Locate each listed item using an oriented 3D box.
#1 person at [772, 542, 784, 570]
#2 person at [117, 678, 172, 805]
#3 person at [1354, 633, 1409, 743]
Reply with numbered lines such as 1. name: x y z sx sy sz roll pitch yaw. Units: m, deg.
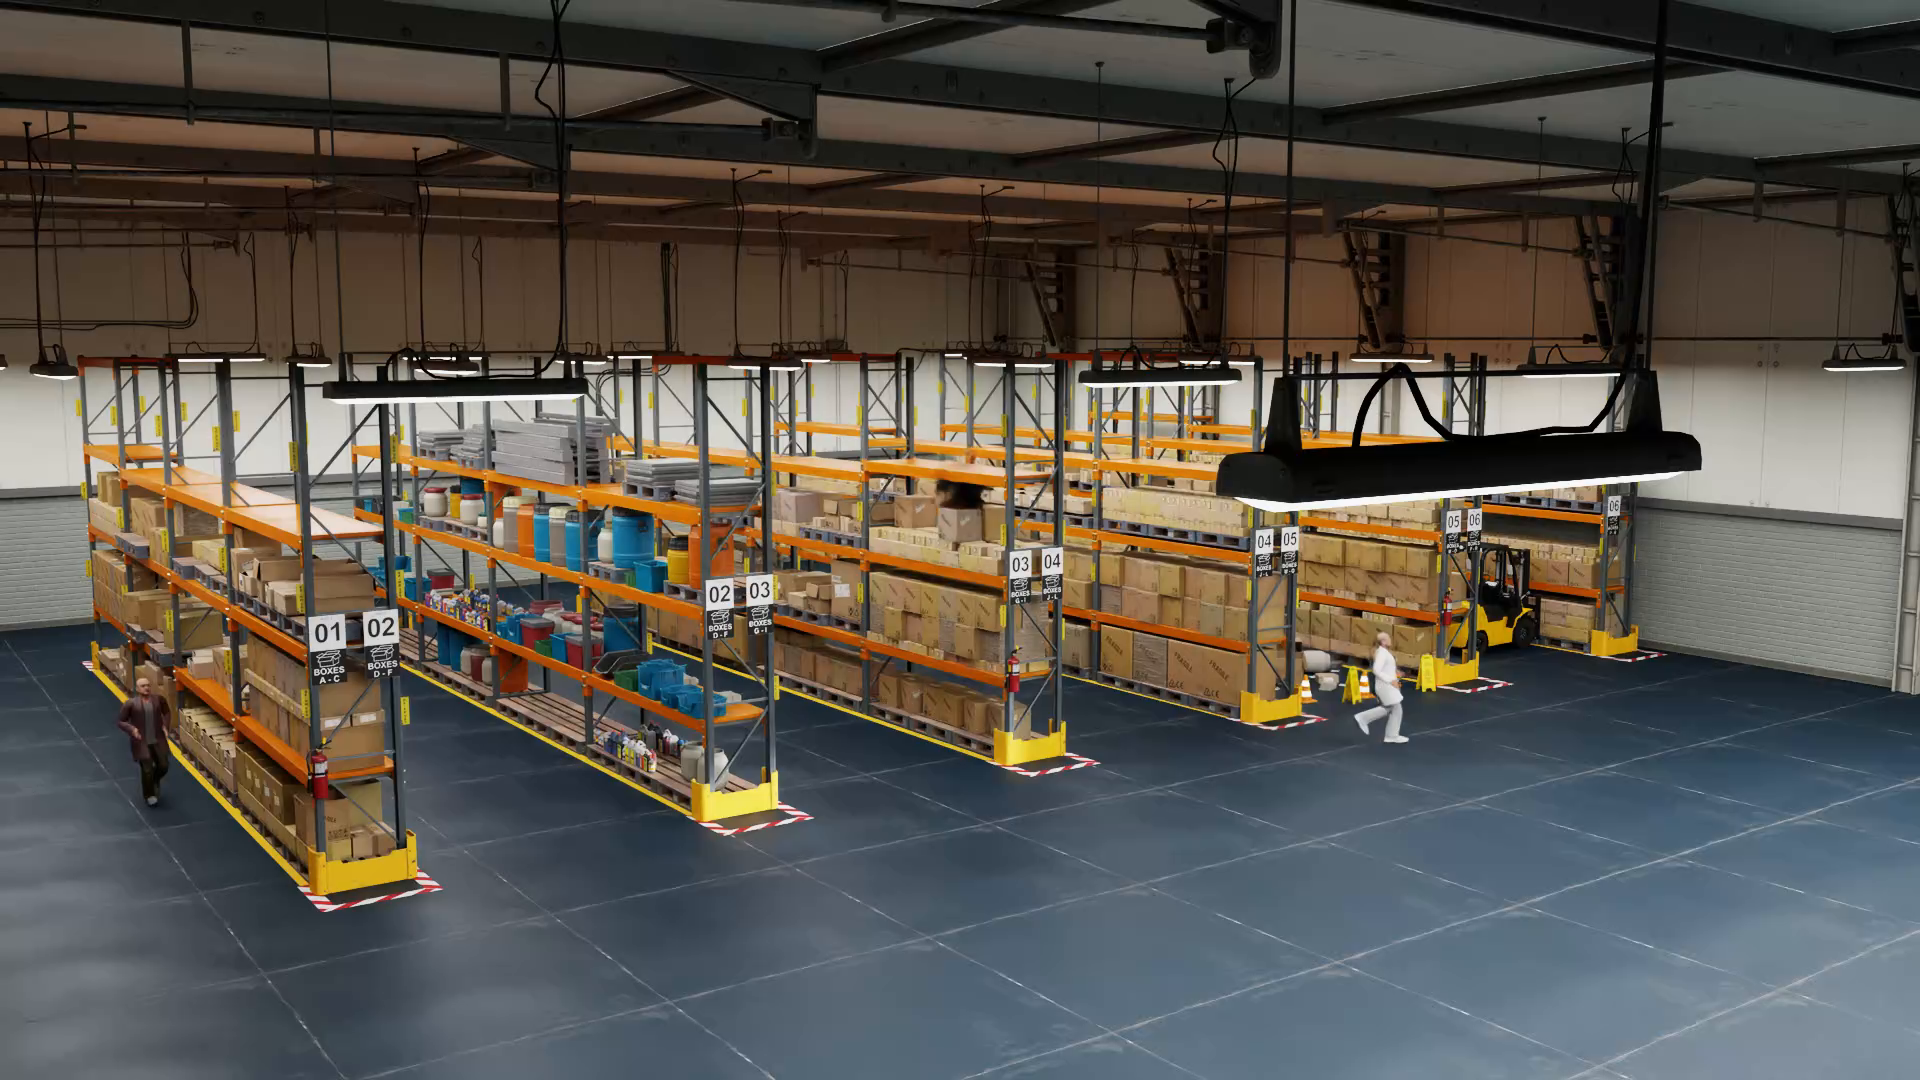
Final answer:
1. person: -4.322 0.880 38.120 0.673 1.689 0.575 -5 8 -34
2. person: -11.044 2.733 22.620 0.705 1.727 0.661 -6 9 -42
3. person: 6.631 2.311 26.084 0.837 1.736 0.716 1 7 10
